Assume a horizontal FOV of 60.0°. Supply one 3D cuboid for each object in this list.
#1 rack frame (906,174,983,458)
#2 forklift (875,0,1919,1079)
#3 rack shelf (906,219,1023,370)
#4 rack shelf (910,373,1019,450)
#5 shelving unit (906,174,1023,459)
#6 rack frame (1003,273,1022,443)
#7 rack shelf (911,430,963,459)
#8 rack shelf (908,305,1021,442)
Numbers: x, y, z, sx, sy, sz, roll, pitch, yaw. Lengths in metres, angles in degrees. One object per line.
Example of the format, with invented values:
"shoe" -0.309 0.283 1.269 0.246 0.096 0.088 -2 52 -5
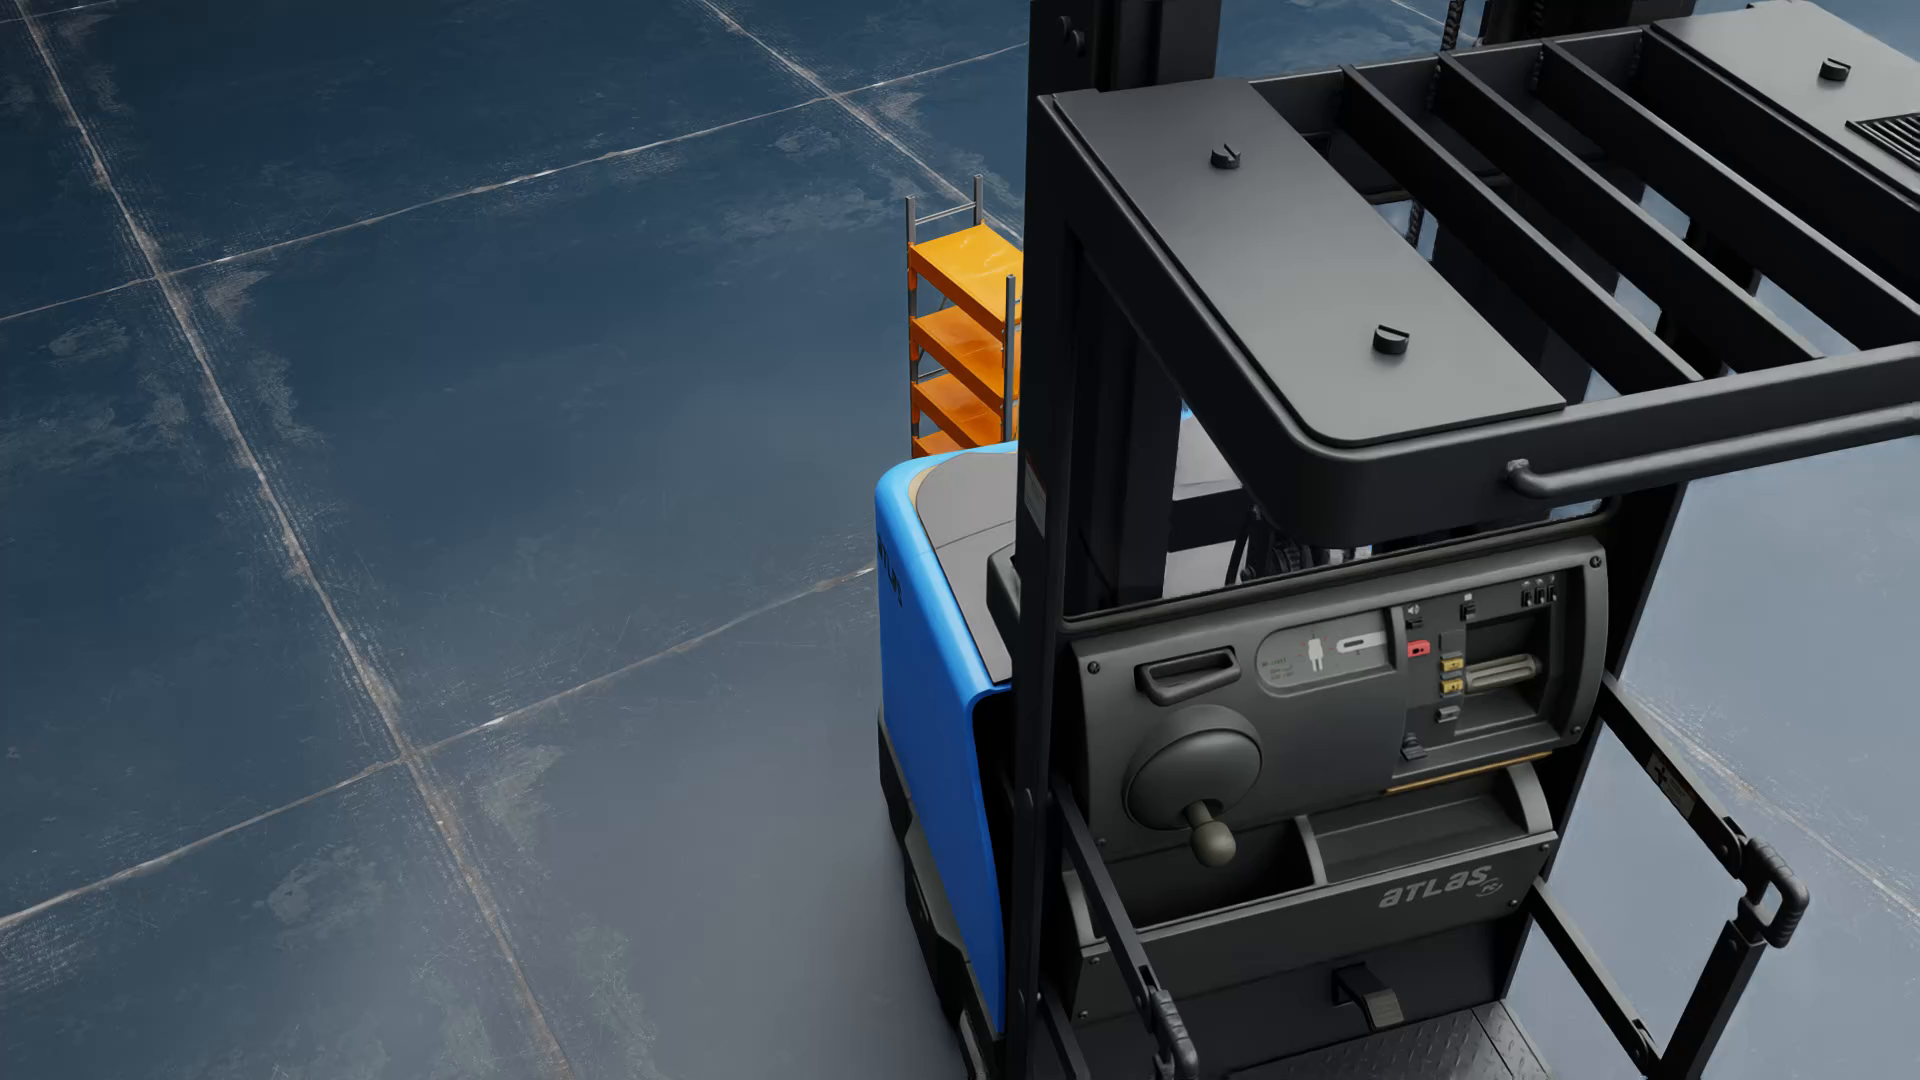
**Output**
"rack frame" -0.042 -0.503 4.917 0.240 1.200 0.015 -22 45 -24
"forklift" 0.698 0.342 2.550 1.130 2.935 3.031 -11 41 -13
"rack shelf" 0.089 -0.673 4.507 0.258 0.148 0.480 -22 45 -24
"rack shelf" 0.089 -0.320 4.802 0.258 0.148 0.480 -22 45 -24
"shelving unit" 0.089 -0.372 4.759 0.258 1.200 0.503 -22 45 -24
"rack frame" 0.220 -0.240 4.601 0.240 1.200 0.015 -22 45 -24
"rack shelf" 0.089 -0.167 4.929 0.258 0.148 0.480 -22 45 -24
"rack shelf" 0.089 -0.492 4.659 0.258 0.148 0.480 -22 45 -24
